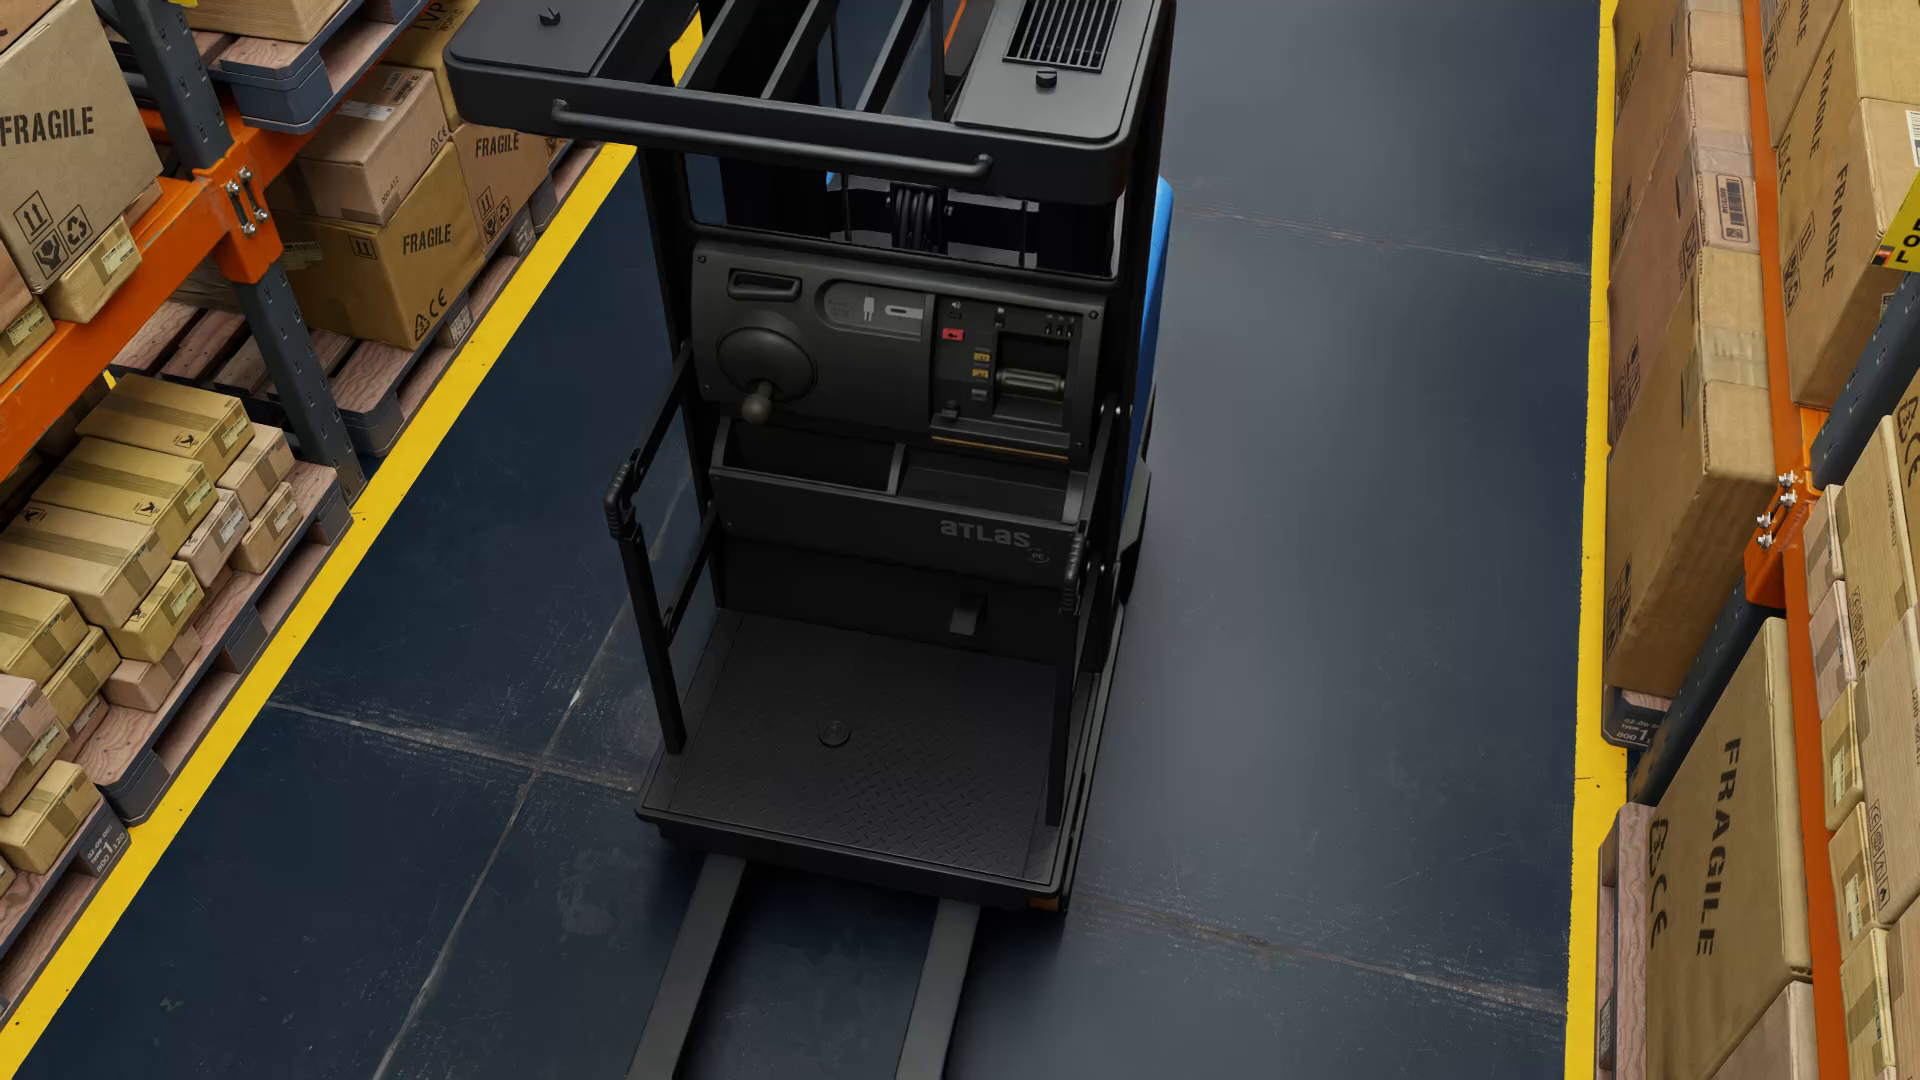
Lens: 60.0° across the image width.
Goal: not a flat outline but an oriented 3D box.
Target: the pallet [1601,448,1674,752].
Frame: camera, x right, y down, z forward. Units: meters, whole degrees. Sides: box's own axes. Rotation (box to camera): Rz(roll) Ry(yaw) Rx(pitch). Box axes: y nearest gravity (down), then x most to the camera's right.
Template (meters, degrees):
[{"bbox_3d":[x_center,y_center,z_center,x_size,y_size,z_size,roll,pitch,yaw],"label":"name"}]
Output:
[{"bbox_3d":[2.467,0.175,4.955,1.003,0.211,1.213,12,50,10],"label":"pallet"}]

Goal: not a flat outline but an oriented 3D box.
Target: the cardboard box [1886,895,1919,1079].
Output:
[{"bbox_3d":[1.693,0.799,2.446,0.500,0.250,0.500,13,50,11],"label":"cardboard box"}]

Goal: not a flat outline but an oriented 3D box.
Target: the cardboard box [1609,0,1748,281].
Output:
[{"bbox_3d":[2.945,-1.366,5.592,1.225,0.875,0.875,12,50,10],"label":"cardboard box"}]

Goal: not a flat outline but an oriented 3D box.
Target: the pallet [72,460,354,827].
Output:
[{"bbox_3d":[-2.565,0.189,4.943,1.003,0.211,1.213,12,50,10],"label":"pallet"}]

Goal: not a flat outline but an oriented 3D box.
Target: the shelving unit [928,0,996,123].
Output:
[{"bbox_3d":[0.169,-1.345,5.036,0.431,2.100,0.503,9,49,8],"label":"shelving unit"}]

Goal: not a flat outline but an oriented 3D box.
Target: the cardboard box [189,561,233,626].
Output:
[{"bbox_3d":[-2.346,0.100,4.783,0.380,0.149,0.250,13,50,11],"label":"cardboard box"}]

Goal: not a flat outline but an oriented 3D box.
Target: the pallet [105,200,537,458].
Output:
[{"bbox_3d":[-2.219,-0.868,5.875,1.003,0.211,1.213,12,50,10],"label":"pallet"}]

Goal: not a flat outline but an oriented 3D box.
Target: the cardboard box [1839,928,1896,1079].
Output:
[{"bbox_3d":[1.665,0.813,2.700,0.380,0.149,0.250,11,49,10],"label":"cardboard box"}]

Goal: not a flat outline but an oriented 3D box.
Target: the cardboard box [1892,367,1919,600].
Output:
[{"bbox_3d":[1.963,-0.176,2.806,0.500,0.500,0.500,12,50,10],"label":"cardboard box"}]

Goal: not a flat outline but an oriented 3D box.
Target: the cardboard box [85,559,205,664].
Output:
[{"bbox_3d":[-2.311,0.165,4.527,0.380,0.149,0.250,10,49,9],"label":"cardboard box"}]

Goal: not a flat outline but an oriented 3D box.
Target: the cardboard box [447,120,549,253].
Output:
[{"bbox_3d":[-1.834,-1.404,5.875,0.500,0.500,0.500,14,50,12],"label":"cardboard box"}]

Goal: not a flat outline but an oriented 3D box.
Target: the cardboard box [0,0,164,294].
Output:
[{"bbox_3d":[-2.277,-0.953,3.825,0.500,0.500,0.500,12,50,10],"label":"cardboard box"}]

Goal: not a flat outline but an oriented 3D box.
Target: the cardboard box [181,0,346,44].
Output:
[{"bbox_3d":[-1.875,-1.477,4.440,0.380,0.149,0.250,9,49,8],"label":"cardboard box"}]

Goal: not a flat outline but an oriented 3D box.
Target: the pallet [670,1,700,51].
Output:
[{"bbox_3d":[-1.577,-2.633,7.433,1.003,0.211,1.213,12,50,10],"label":"pallet"}]

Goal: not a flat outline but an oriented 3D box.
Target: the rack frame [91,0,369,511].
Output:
[{"bbox_3d":[-2.422,-1.227,4.332,1.000,3.000,0.127,12,50,10],"label":"rack frame"}]

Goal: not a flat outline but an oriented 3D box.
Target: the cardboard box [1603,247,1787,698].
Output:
[{"bbox_3d":[2.485,-0.078,4.455,1.225,0.875,0.875,12,50,10],"label":"cardboard box"}]

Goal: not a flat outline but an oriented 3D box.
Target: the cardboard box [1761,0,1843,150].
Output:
[{"bbox_3d":[2.463,-1.336,4.362,0.500,0.500,0.500,11,49,10],"label":"cardboard box"}]

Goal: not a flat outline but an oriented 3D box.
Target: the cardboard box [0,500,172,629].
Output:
[{"bbox_3d":[-2.352,0.063,4.418,0.380,0.149,0.250,11,50,10],"label":"cardboard box"}]

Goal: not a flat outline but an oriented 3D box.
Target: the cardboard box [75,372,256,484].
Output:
[{"bbox_3d":[-2.265,-0.311,4.748,0.380,0.149,0.250,13,50,11],"label":"cardboard box"}]

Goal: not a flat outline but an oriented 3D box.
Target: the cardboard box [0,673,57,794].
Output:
[{"bbox_3d":[-2.478,0.450,4.077,0.380,0.149,0.250,9,49,8],"label":"cardboard box"}]

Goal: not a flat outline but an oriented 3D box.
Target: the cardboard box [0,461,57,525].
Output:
[{"bbox_3d":[-2.806,-0.121,4.779,0.380,0.149,0.250,12,50,10],"label":"cardboard box"}]

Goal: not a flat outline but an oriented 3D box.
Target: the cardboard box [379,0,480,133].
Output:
[{"bbox_3d":[-1.835,-1.655,5.597,0.500,0.250,0.500,13,50,11],"label":"cardboard box"}]

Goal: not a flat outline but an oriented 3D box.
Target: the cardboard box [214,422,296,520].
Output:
[{"bbox_3d":[-2.199,-0.230,4.876,0.380,0.149,0.250,12,50,11],"label":"cardboard box"}]

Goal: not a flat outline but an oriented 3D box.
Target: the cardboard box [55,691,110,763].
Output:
[{"bbox_3d":[-2.540,0.470,4.456,0.380,0.149,0.250,10,49,9],"label":"cardboard box"}]

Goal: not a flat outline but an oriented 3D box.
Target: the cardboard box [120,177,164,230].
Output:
[{"bbox_3d":[-2.272,-0.891,4.203,0.380,0.149,0.250,11,50,10],"label":"cardboard box"}]

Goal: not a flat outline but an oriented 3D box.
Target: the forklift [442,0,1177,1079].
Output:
[{"bbox_3d":[-0.192,-0.292,3.595,1.129,2.867,3.031,9,49,8],"label":"forklift"}]

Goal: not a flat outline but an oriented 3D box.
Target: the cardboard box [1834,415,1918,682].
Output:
[{"bbox_3d":[1.960,0.064,3.094,0.500,0.250,0.500,11,49,9],"label":"cardboard box"}]

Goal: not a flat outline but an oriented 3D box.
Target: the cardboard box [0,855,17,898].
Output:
[{"bbox_3d":[-2.603,0.852,4.118,0.380,0.149,0.250,12,50,11],"label":"cardboard box"}]

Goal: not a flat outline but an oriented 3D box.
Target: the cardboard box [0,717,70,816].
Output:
[{"bbox_3d":[-2.520,0.515,4.217,0.380,0.149,0.250,13,50,11],"label":"cardboard box"}]

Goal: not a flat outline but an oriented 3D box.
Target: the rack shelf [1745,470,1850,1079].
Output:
[{"bbox_3d":[1.810,1.510,2.397,1.077,0.370,4.000,12,50,10],"label":"rack shelf"}]

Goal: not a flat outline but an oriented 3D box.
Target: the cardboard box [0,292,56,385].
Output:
[{"bbox_3d":[-2.362,-0.502,3.860,0.380,0.149,0.250,13,50,12],"label":"cardboard box"}]

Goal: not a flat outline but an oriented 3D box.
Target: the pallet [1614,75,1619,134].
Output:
[{"bbox_3d":[3.109,-1.590,6.513,1.003,0.211,1.213,12,50,10],"label":"pallet"}]

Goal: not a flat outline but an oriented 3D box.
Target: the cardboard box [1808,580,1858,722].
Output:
[{"bbox_3d":[1.868,0.246,3.199,0.380,0.149,0.250,10,49,9],"label":"cardboard box"}]

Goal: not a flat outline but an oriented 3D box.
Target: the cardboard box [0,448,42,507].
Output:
[{"bbox_3d":[-2.843,-0.224,4.671,0.380,0.149,0.250,14,50,12],"label":"cardboard box"}]

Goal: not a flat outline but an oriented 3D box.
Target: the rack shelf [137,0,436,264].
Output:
[{"bbox_3d":[-1.896,-2.435,5.879,1.077,0.370,4.000,12,50,10],"label":"rack shelf"}]

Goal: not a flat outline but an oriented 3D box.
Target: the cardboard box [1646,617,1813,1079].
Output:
[{"bbox_3d":[2.085,0.851,3.636,0.875,0.875,0.875,12,50,10],"label":"cardboard box"}]

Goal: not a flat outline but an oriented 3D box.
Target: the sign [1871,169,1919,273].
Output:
[{"bbox_3d":[1.810,-0.632,3.088,0.100,0.325,0.005,12,50,10],"label":"sign"}]
